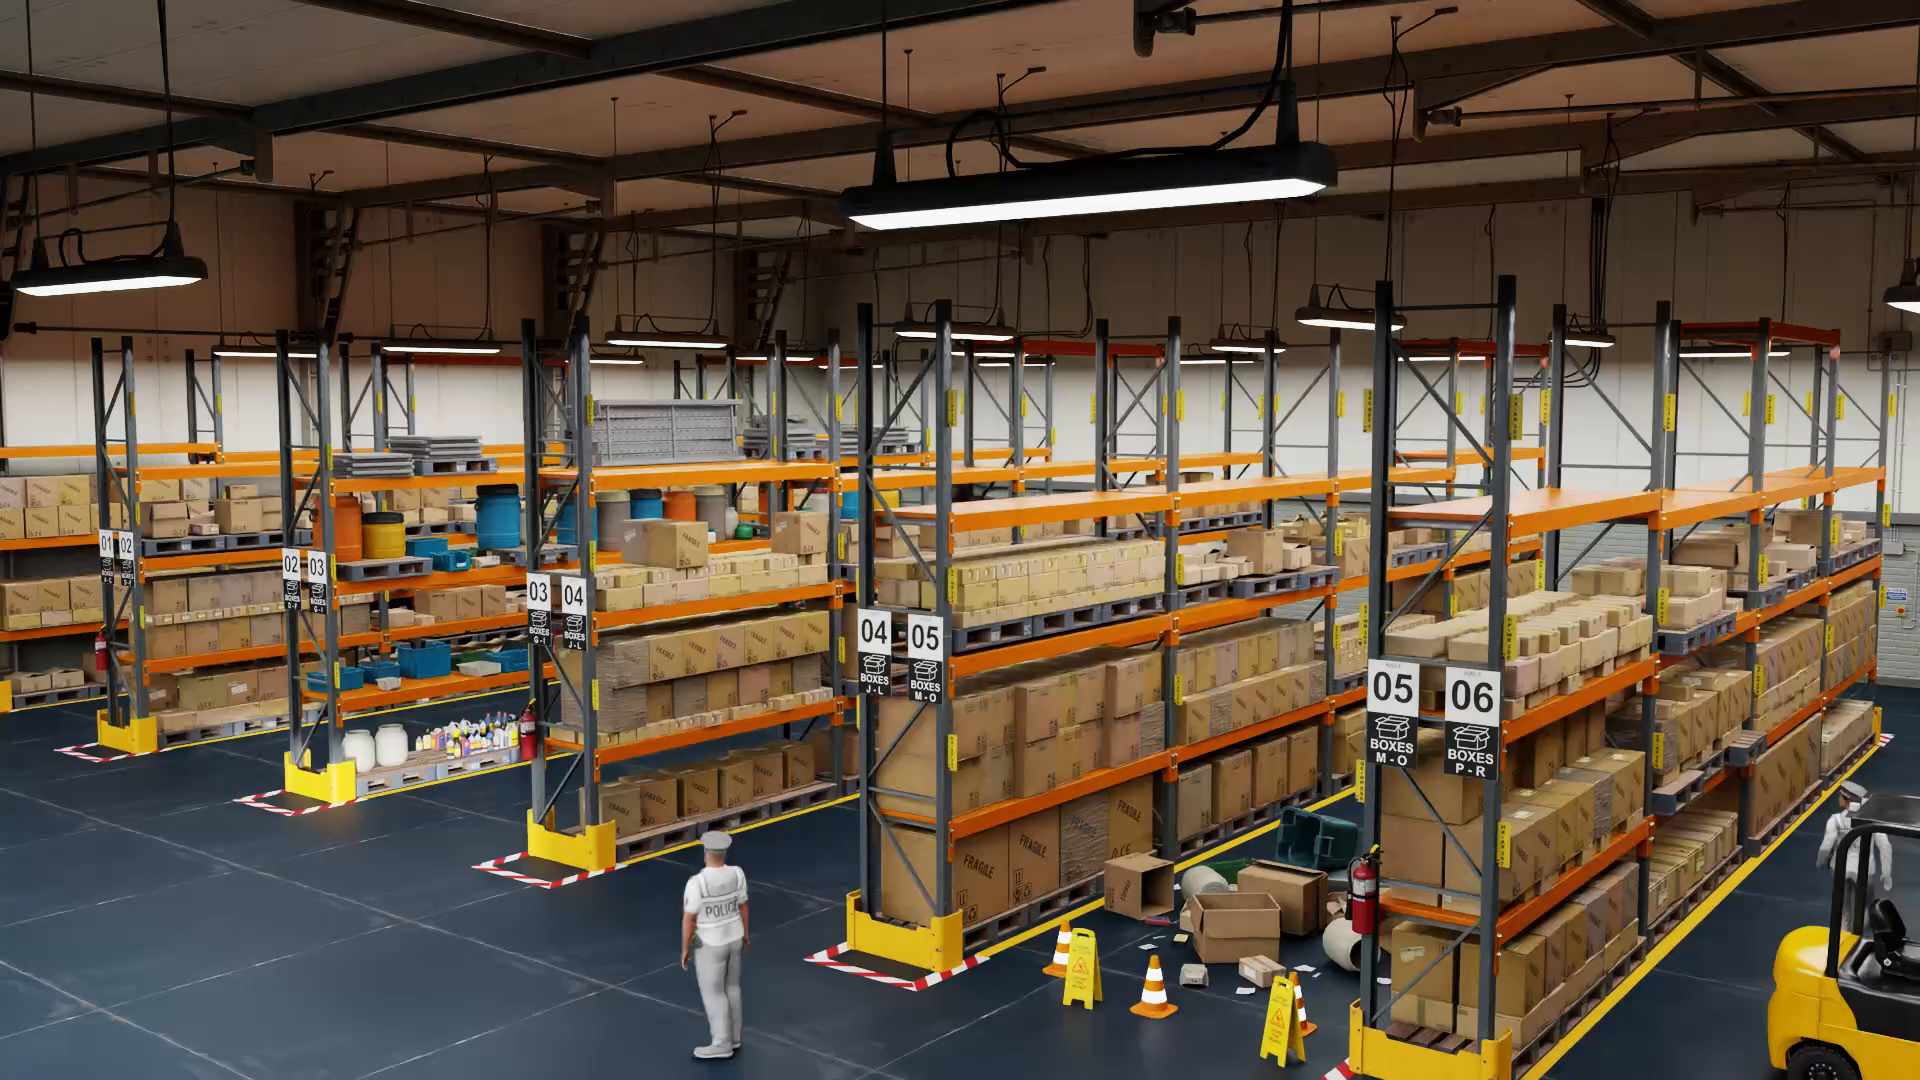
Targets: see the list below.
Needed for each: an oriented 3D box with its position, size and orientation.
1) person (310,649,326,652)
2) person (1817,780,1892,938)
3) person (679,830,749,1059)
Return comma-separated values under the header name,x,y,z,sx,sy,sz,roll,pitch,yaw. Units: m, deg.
name,x,y,z,sx,sy,sz,roll,pitch,yaw
person,-11.727,1.700,30.377,0.466,1.700,0.511,-1,5,-15
person,8.079,3.058,15.072,0.629,1.713,0.625,4,6,35
person,-1.920,3.155,13.065,0.447,1.779,0.634,3,6,30
